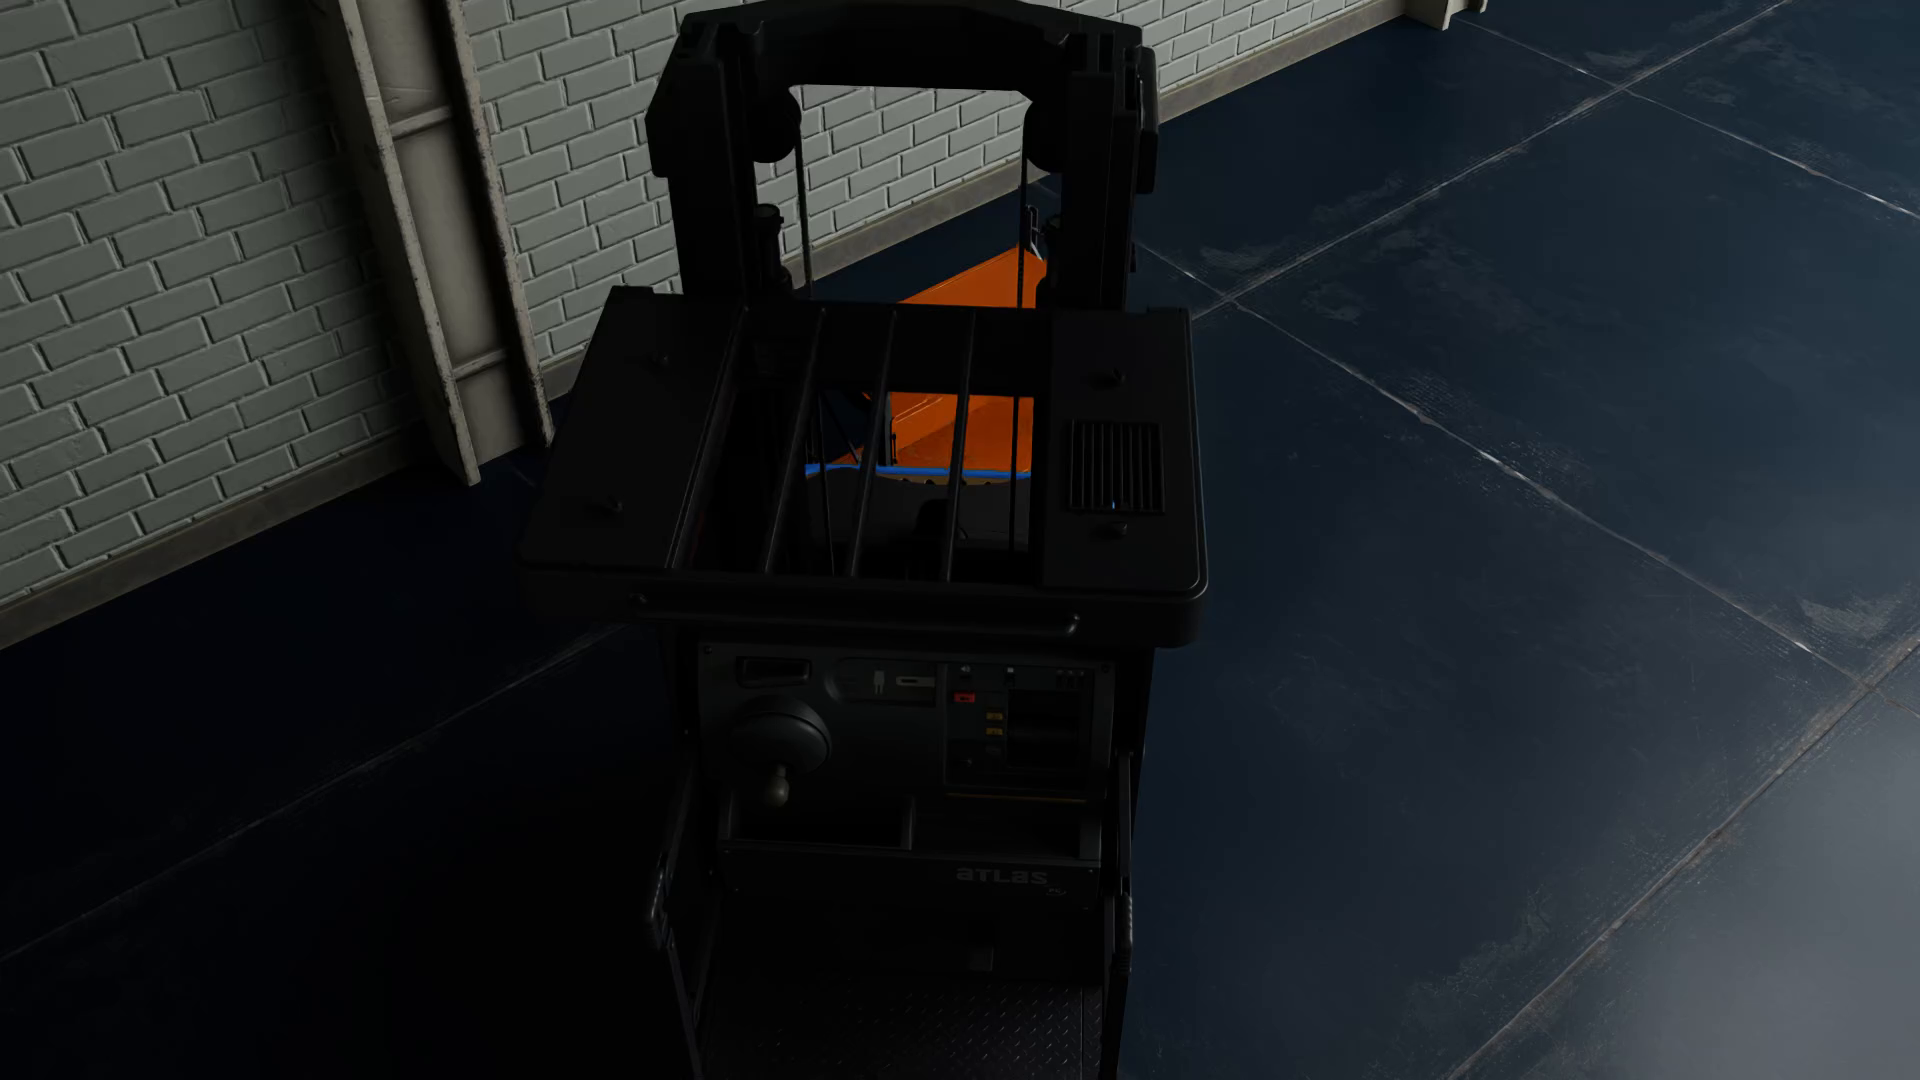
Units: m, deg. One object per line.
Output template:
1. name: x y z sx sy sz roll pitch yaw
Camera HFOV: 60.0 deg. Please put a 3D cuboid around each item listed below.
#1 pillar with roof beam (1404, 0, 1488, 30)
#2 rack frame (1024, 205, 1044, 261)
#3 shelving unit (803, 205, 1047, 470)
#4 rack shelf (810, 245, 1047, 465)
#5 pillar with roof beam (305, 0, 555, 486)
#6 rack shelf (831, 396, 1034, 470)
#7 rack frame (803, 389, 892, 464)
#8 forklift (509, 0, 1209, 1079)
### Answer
1. pillar with roof beam: 5.505 -4.029 3.966 0.400 9.000 9.100 -30 51 -28
2. rack frame: 0.395 -0.636 6.106 0.032 1.125 0.500 -30 51 -28
3. shelving unit: 0.005 -0.413 5.868 1.048 1.125 0.538 -30 51 -28
4. rack shelf: 0.005 -0.626 5.668 1.000 0.278 0.538 -30 51 -28
5. pillar with roof beam: 0.902 -1.393 1.160 0.400 9.000 9.100 -30 51 -28
6. rack shelf: 0.005 -0.235 6.035 1.000 0.278 0.538 -30 51 -28
7. rack frame: -0.385 -0.190 5.630 0.032 1.125 0.500 -30 51 -28
8. forklift: -0.134 0.503 3.574 1.130 2.935 3.031 3 43 3
